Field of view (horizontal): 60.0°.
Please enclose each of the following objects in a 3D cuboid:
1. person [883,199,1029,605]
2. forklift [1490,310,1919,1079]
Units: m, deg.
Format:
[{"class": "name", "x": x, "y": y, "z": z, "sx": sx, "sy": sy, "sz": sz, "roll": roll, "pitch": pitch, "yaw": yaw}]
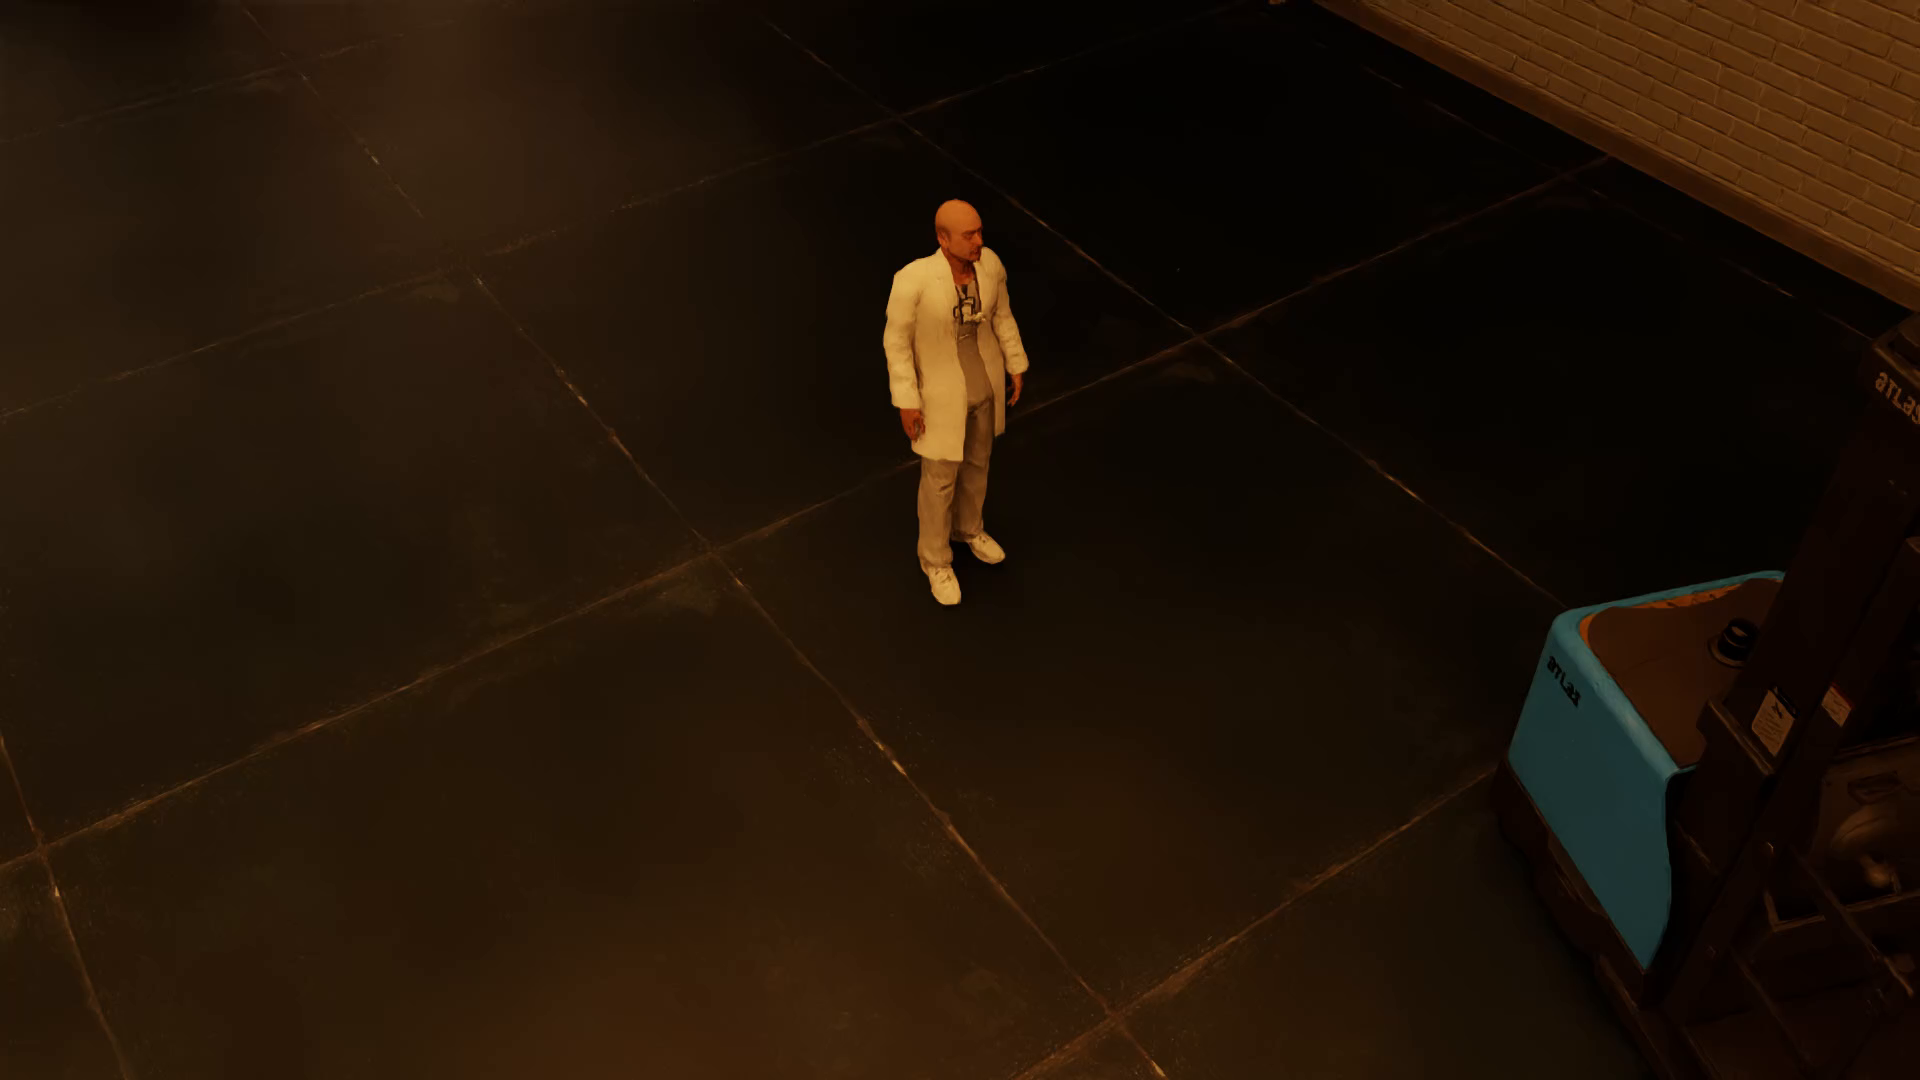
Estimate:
[{"class": "person", "x": 0.048, "y": -0.607, "z": 7.214, "sx": 0.694, "sy": 1.776, "sz": 0.579, "roll": -25, "pitch": 48, "yaw": -25}, {"class": "forklift", "x": 2.994, "y": 0.857, "z": 4.785, "sx": 1.130, "sy": 2.935, "sz": 3.031, "roll": -10, "pitch": 44, "yaw": -11}]
